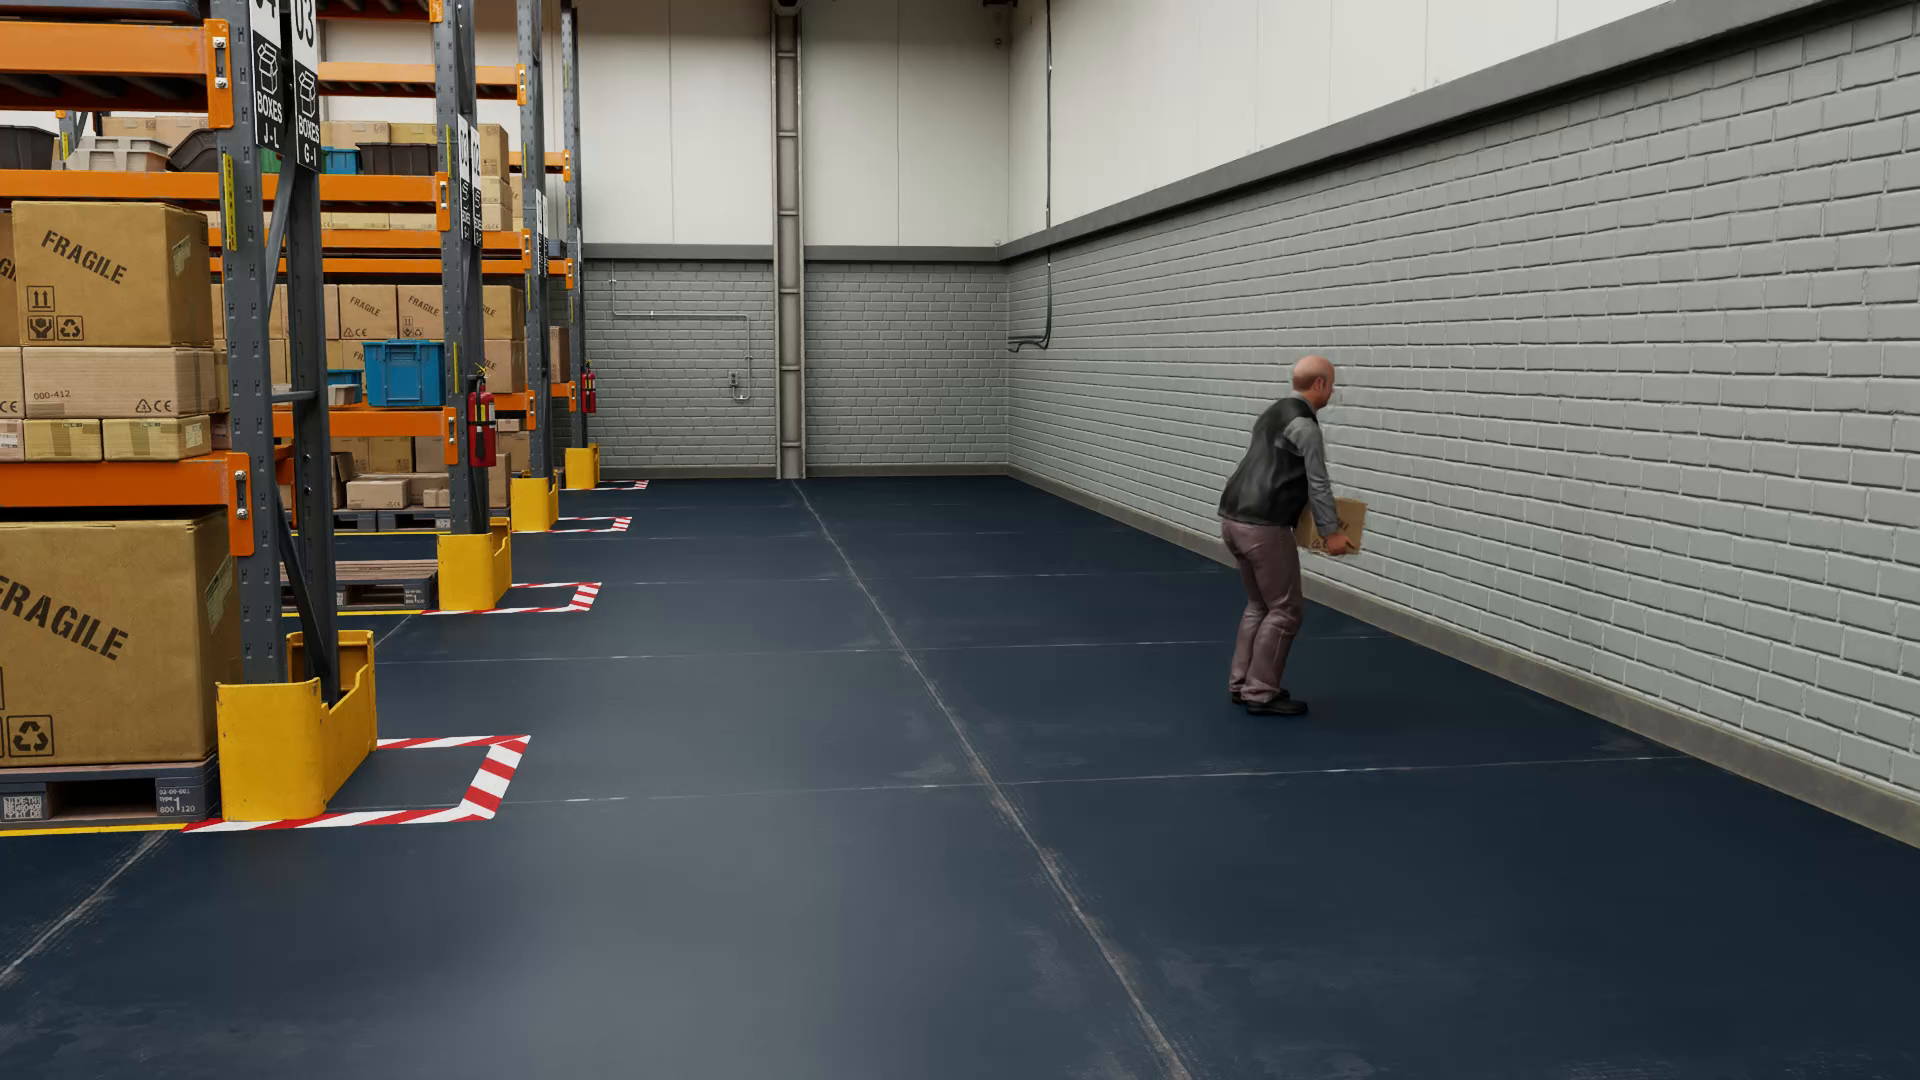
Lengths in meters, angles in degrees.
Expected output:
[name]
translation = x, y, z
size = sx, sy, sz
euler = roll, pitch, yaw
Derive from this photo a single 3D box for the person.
[person]
translation = 1.530, -0.032, 7.859
size = 0.601, 1.672, 0.479
euler = -1, 7, -10
